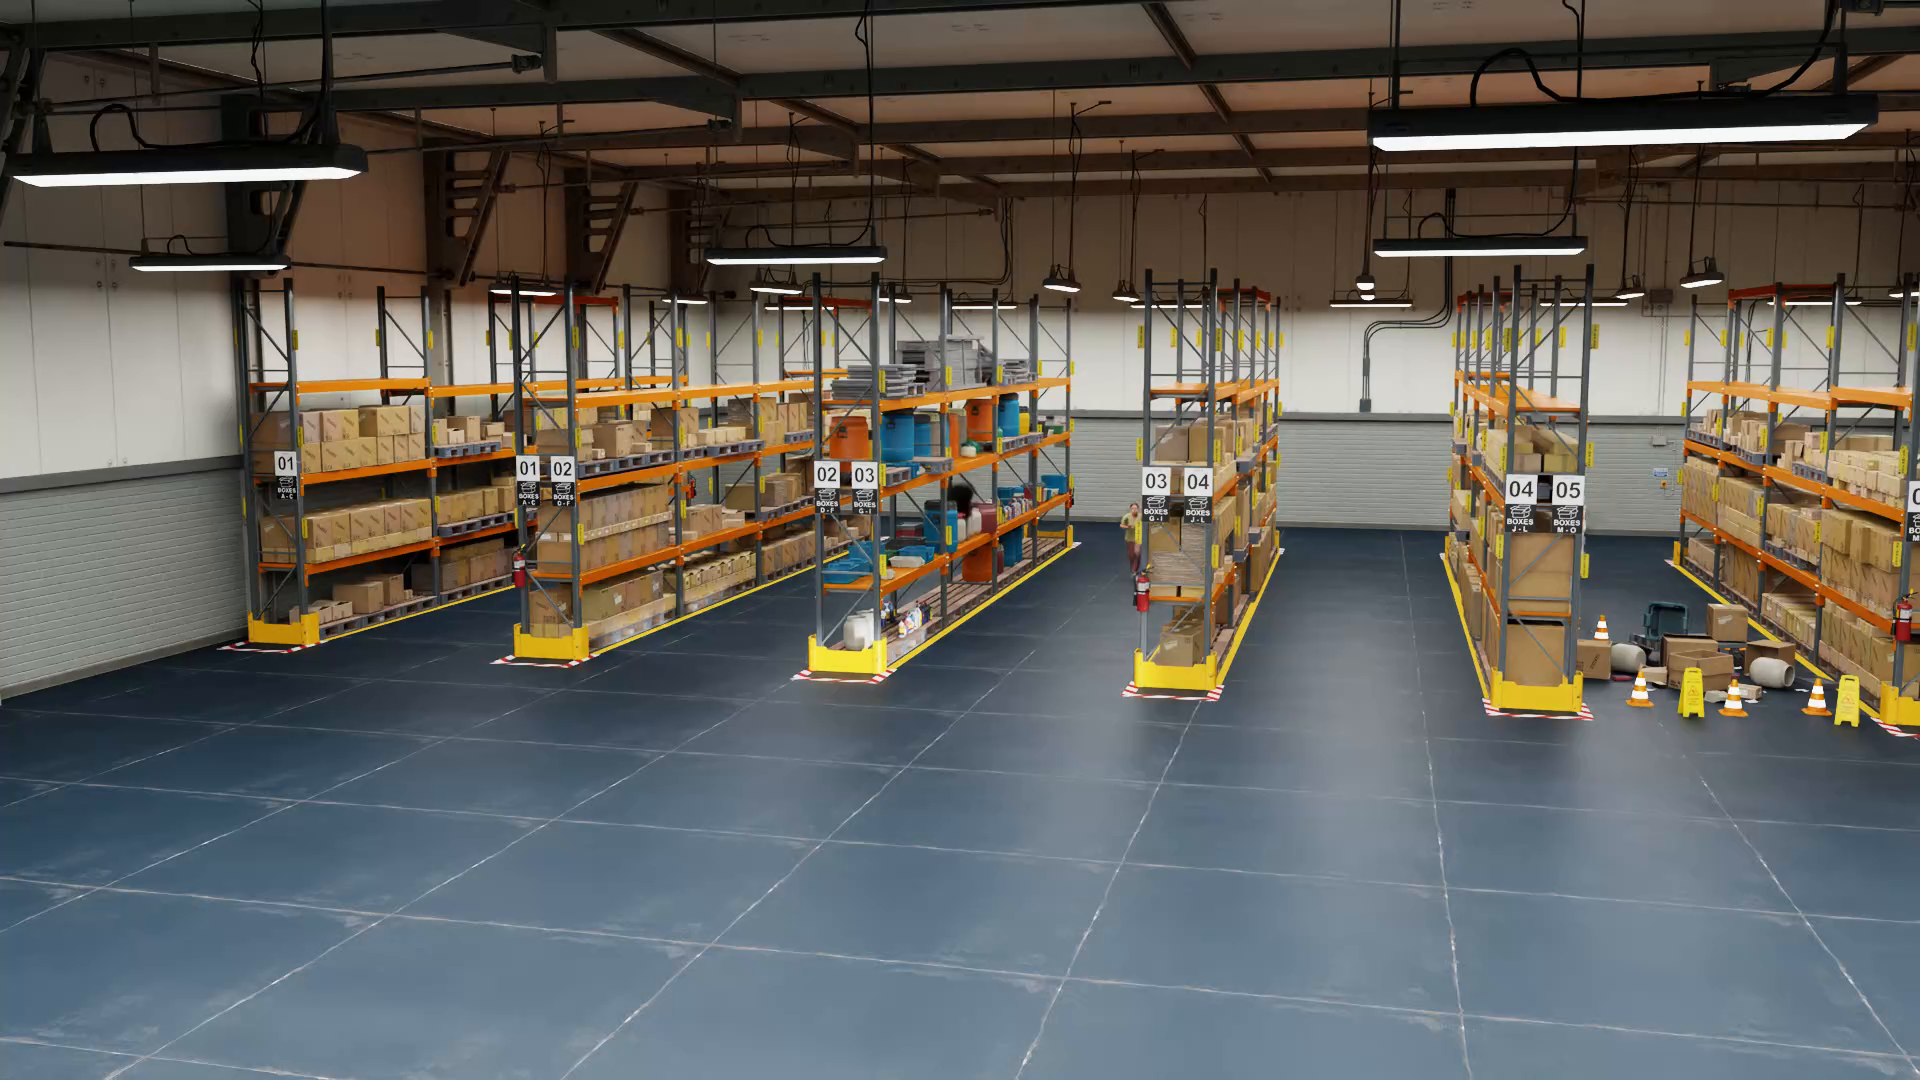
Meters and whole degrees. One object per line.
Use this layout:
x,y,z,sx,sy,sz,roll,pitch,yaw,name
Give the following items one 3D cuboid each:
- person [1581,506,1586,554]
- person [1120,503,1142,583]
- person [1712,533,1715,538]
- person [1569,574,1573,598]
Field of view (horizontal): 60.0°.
13.345,-0.192,36.063,0.623,1.731,0.926,-1,7,-8,person
3.638,0.024,34.832,0.575,1.668,0.915,1,7,9,person
17.419,-0.355,37.823,0.595,1.649,0.883,-5,9,-37,person
11.646,0.362,31.973,0.579,1.696,1.005,2,7,15,person
